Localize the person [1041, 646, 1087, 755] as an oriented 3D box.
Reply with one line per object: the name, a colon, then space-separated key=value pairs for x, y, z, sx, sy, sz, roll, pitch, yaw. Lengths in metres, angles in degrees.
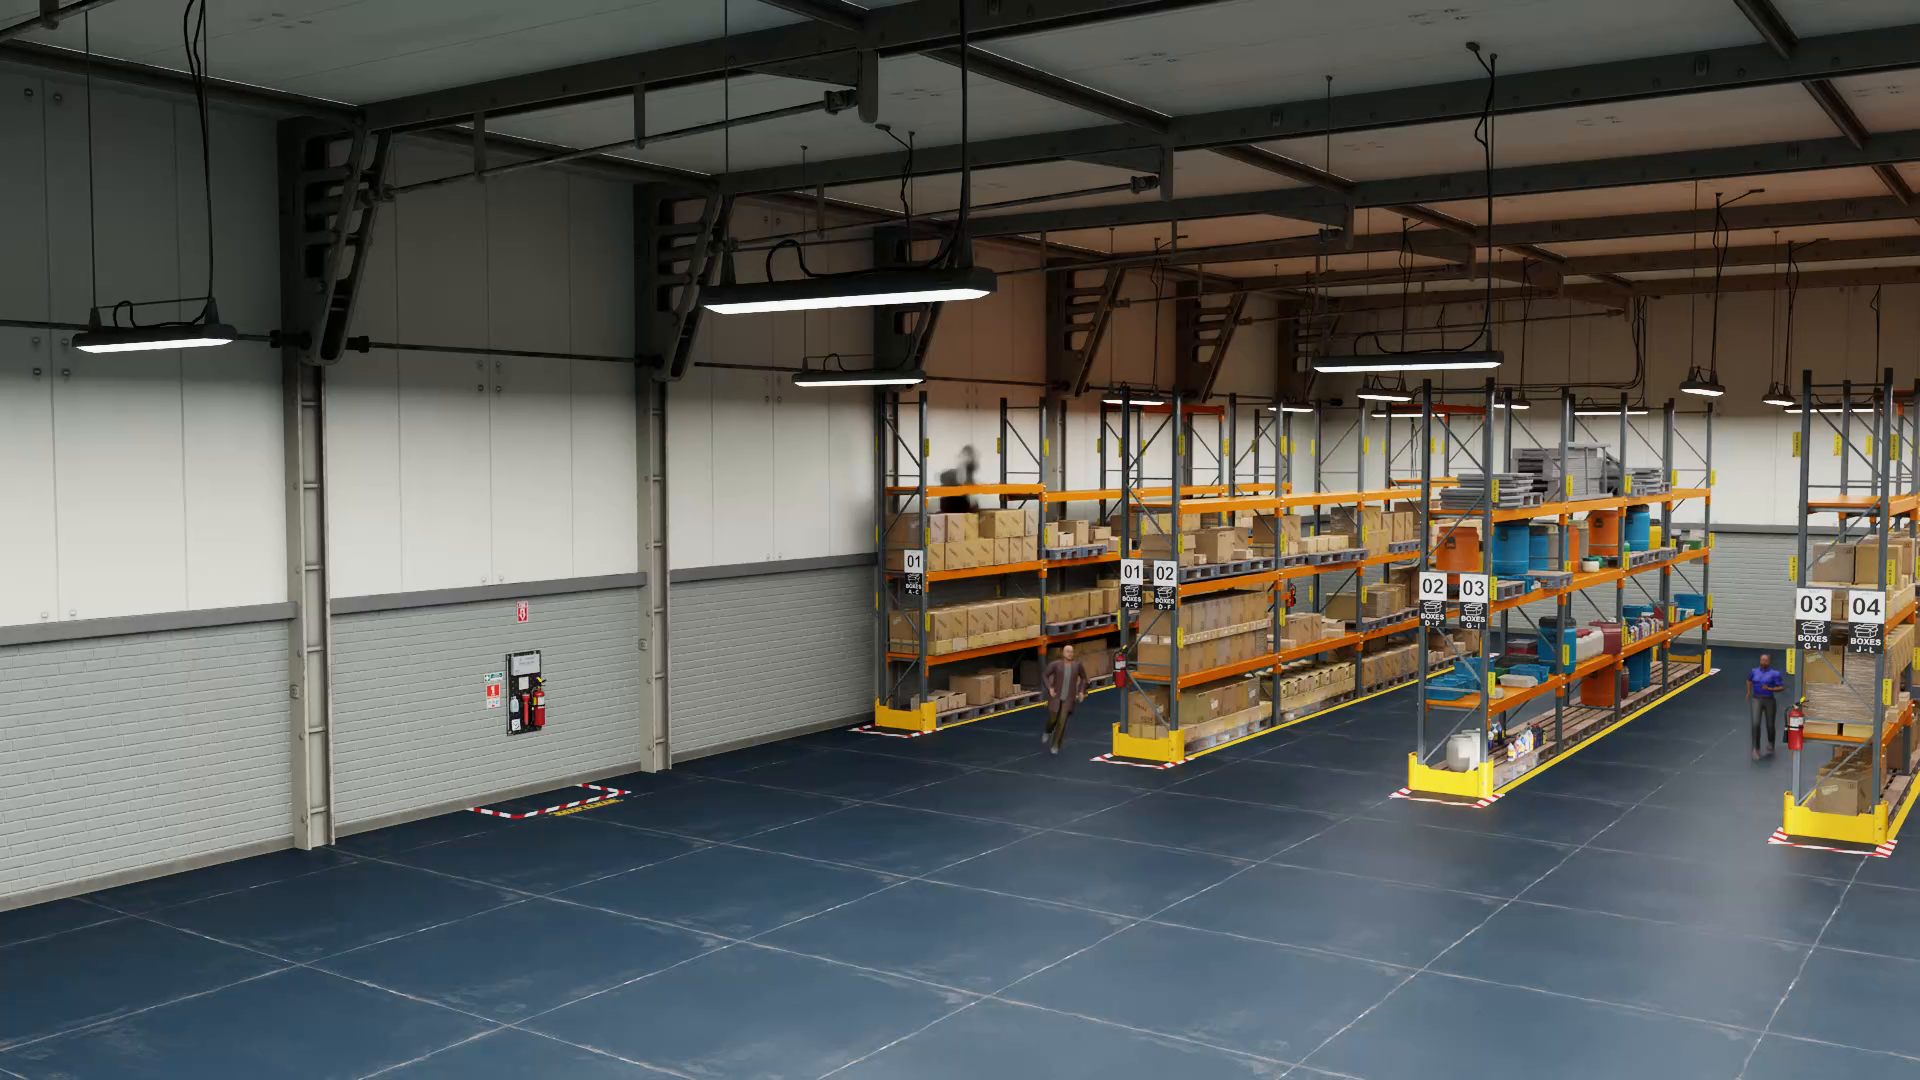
person: x=1.711 y=2.583 z=27.128 sx=0.773 sy=1.721 sz=0.917 roll=0 pitch=3 yaw=-3

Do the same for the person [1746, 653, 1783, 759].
person: x=13.003 y=2.660 z=26.899 sx=0.570 sy=1.658 sz=0.920 roll=2 pitch=4 yaw=33
